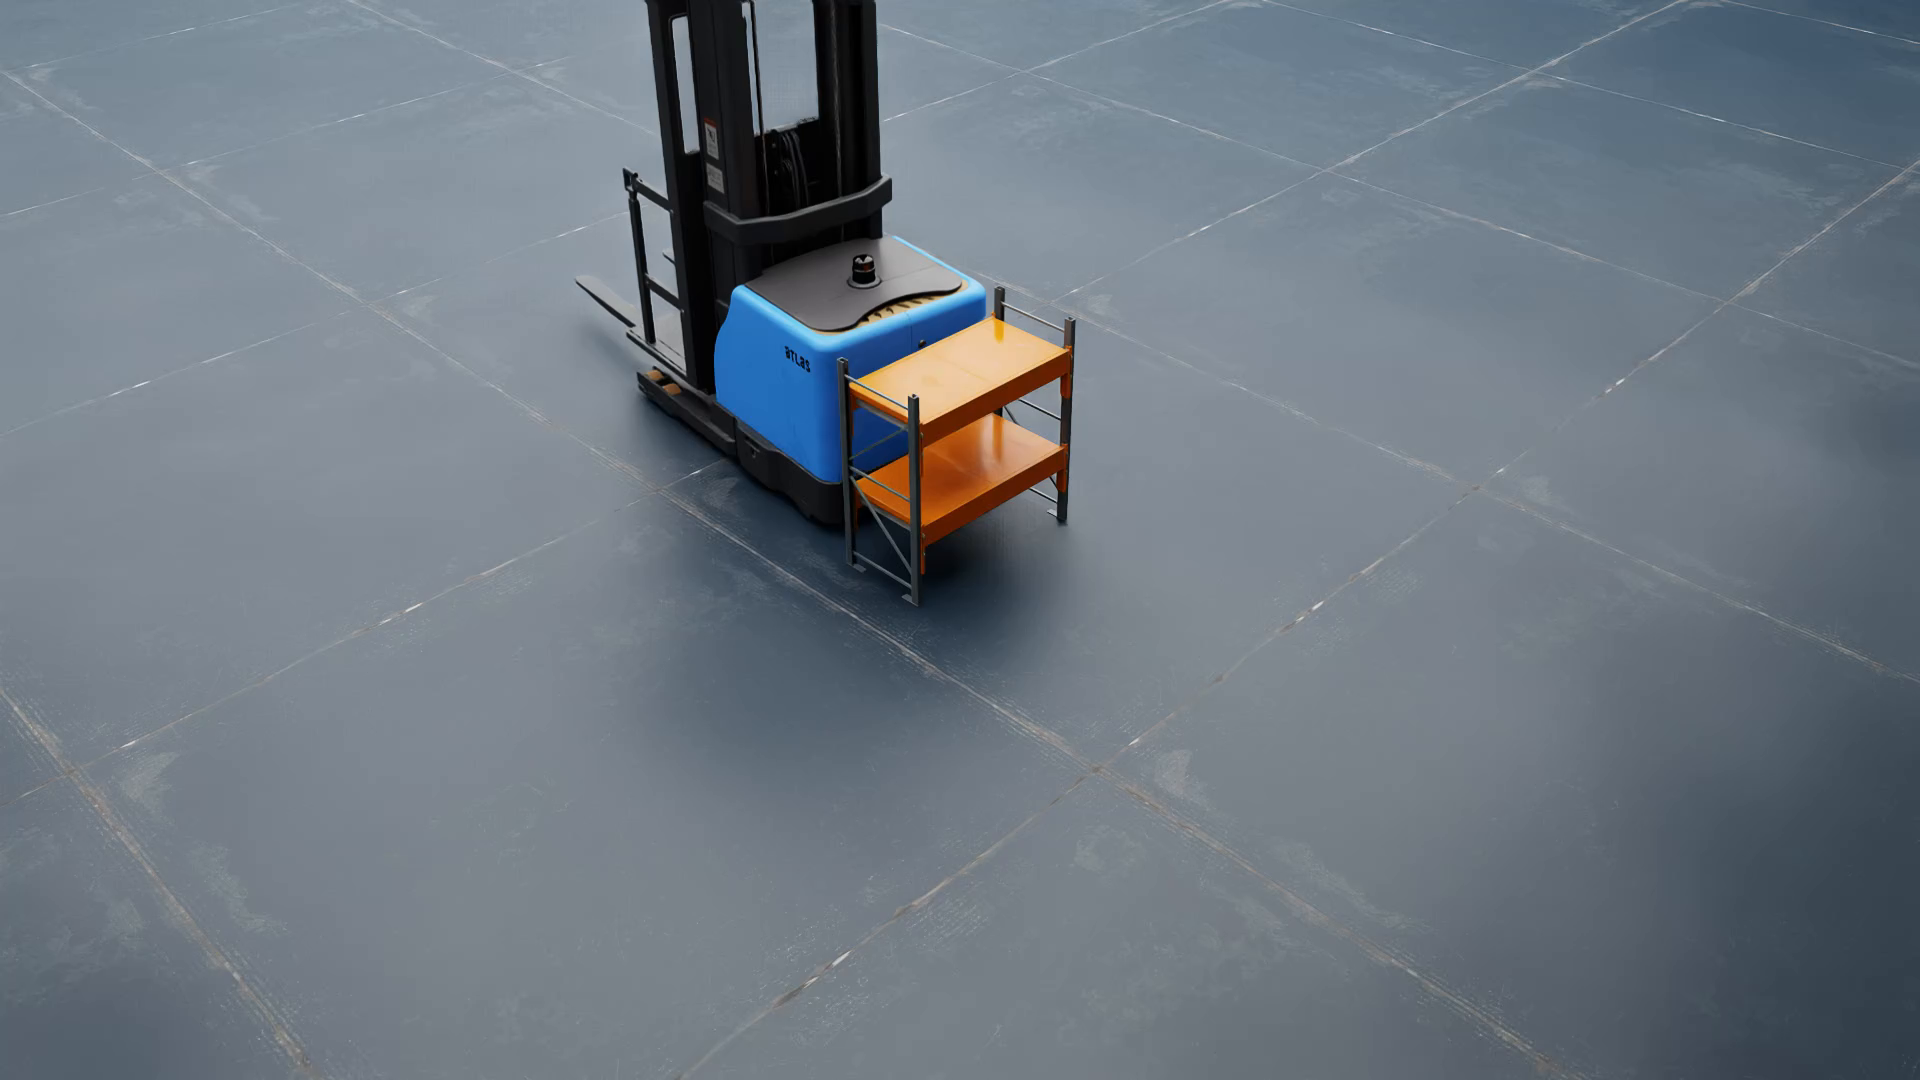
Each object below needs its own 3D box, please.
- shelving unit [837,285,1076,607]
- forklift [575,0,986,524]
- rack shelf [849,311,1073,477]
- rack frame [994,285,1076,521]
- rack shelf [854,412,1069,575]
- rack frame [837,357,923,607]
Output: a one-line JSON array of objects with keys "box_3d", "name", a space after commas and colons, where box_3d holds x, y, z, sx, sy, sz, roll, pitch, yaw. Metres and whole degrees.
[{"box_3d": [-0.005, -0.459, 7.924, 0.538, 1.125, 1.048, 30, 45, 35], "name": "shelving unit"}, {"box_3d": [-1.158, -2.062, 8.644, 1.130, 2.935, 3.031, -24, 42, -30], "name": "forklift"}, {"box_3d": [-0.005, -0.699, 7.757, 0.538, 0.278, 1.000, 30, 45, 35], "name": "rack shelf"}, {"box_3d": [0.353, -0.665, 8.220, 0.500, 1.125, 0.032, 30, 45, 35], "name": "rack frame"}, {"box_3d": [-0.005, -0.258, 8.064, 0.538, 0.278, 1.000, 30, 45, 35], "name": "rack shelf"}, {"box_3d": [-0.363, -0.252, 7.628, 0.500, 1.125, 0.032, 30, 45, 35], "name": "rack frame"}]
